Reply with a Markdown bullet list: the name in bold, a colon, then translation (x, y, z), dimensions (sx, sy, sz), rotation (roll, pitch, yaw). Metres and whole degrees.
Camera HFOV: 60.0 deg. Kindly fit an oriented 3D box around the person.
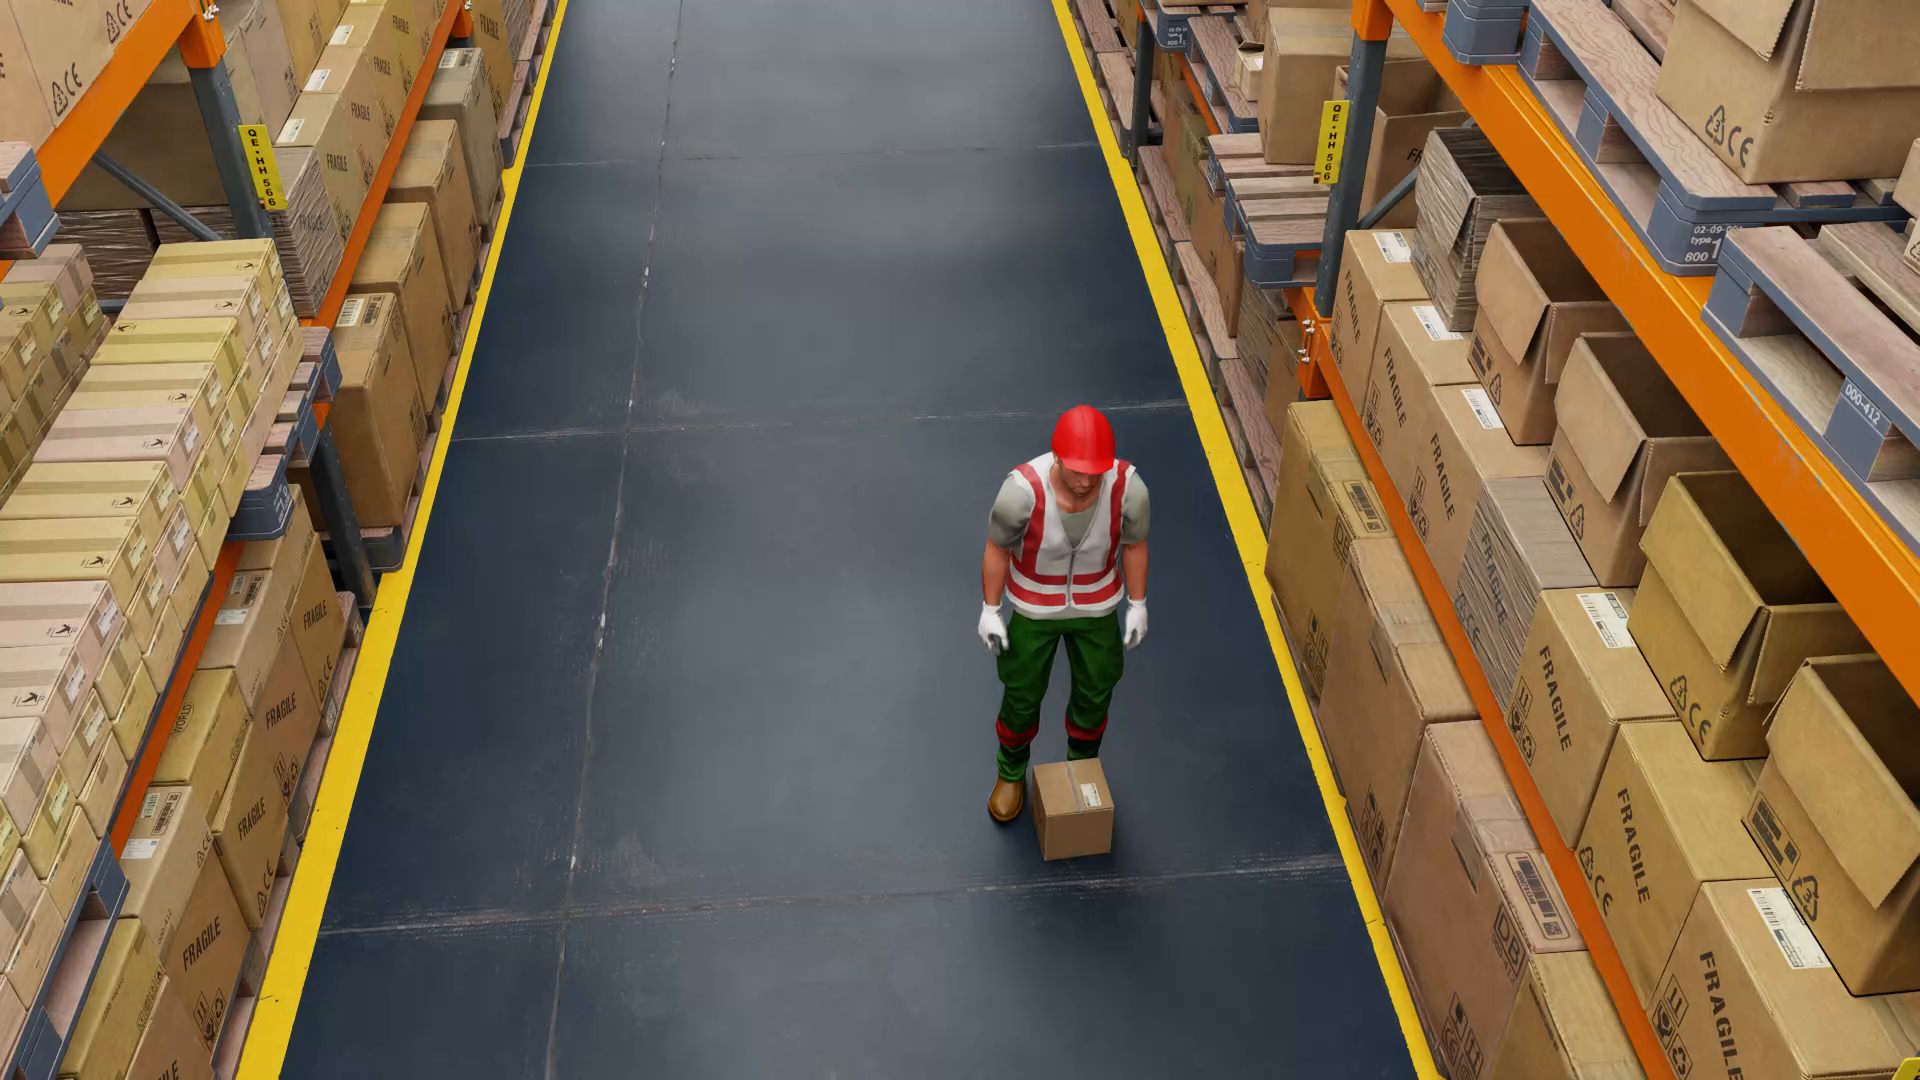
- **person**: translation (0.365, 0.255, 5.825), dimensions (0.607, 1.778, 0.452), rotation (-3, 39, -4)
